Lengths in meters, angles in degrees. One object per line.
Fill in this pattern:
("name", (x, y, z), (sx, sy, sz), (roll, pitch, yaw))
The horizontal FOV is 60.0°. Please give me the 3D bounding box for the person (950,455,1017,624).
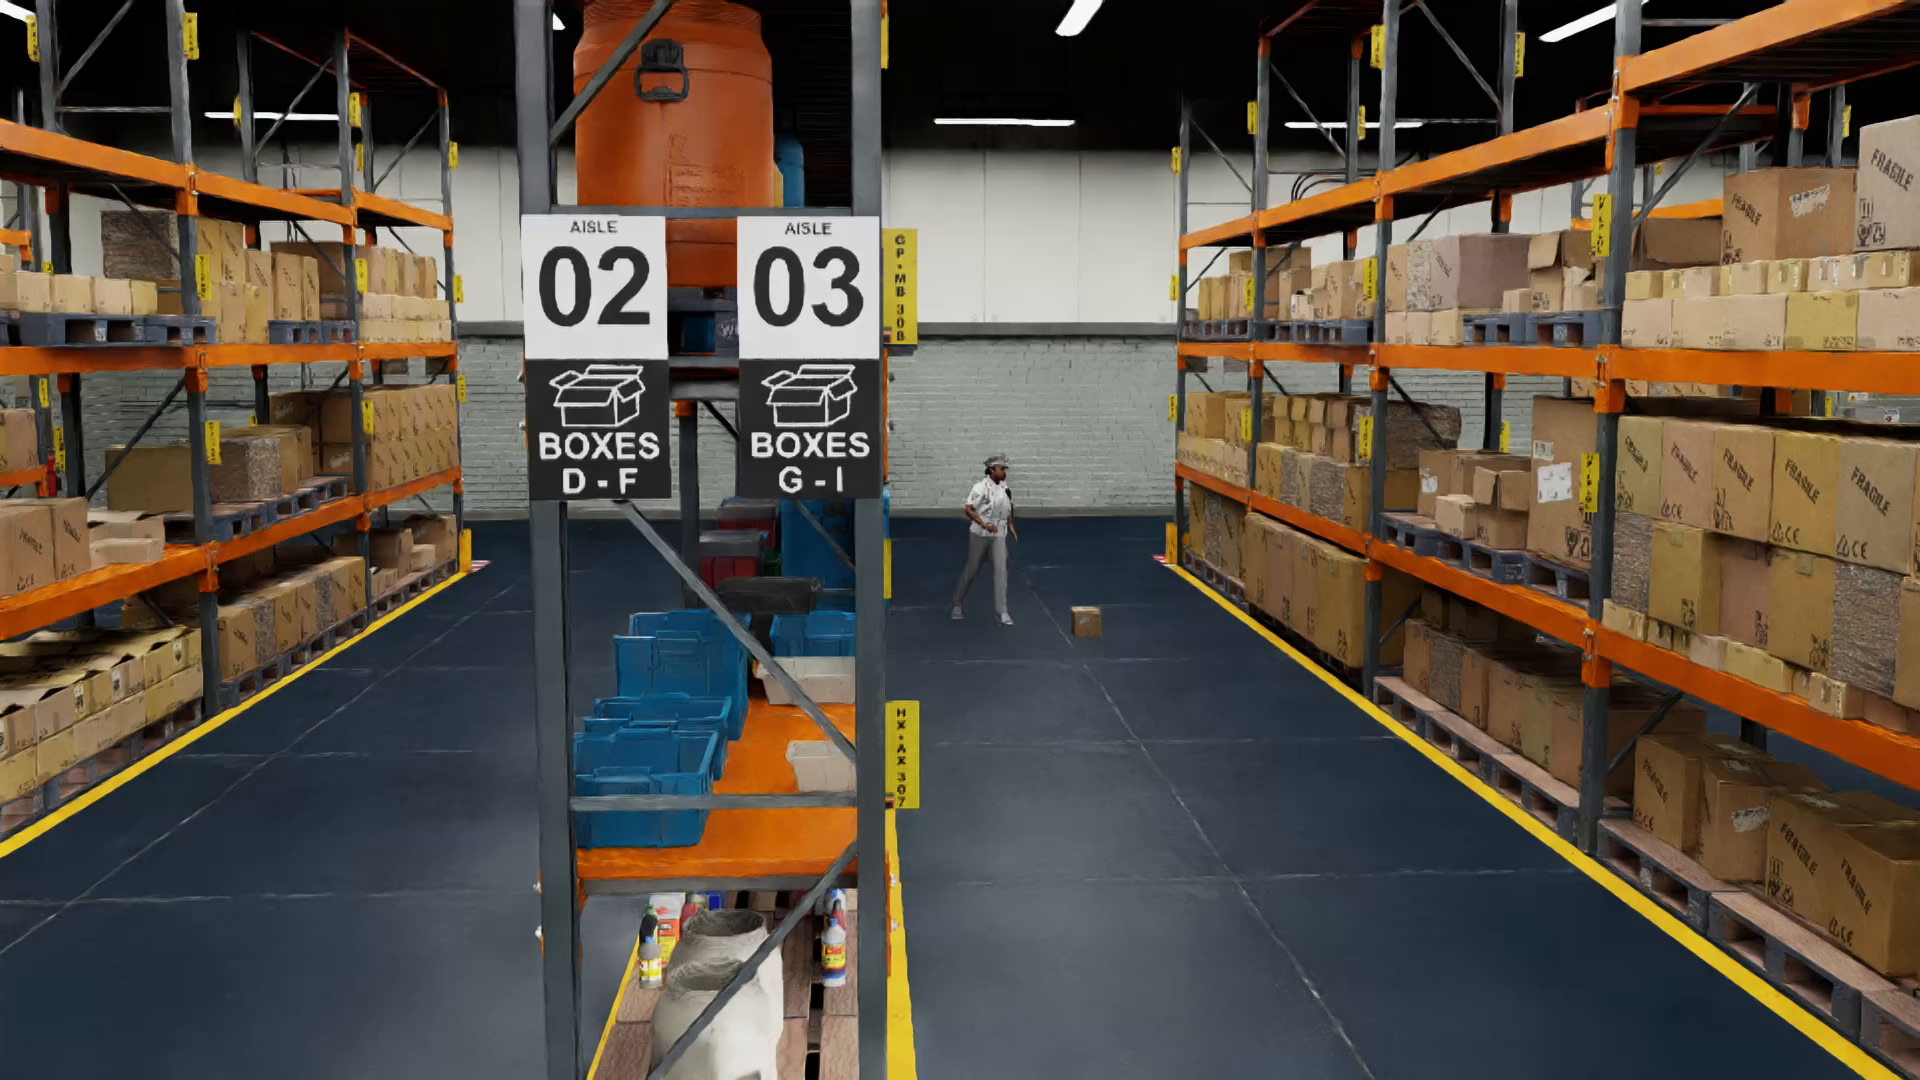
("person", (0.323, -0.029, 16.737), (0.634, 1.663, 0.842), (-5, 9, -36))
